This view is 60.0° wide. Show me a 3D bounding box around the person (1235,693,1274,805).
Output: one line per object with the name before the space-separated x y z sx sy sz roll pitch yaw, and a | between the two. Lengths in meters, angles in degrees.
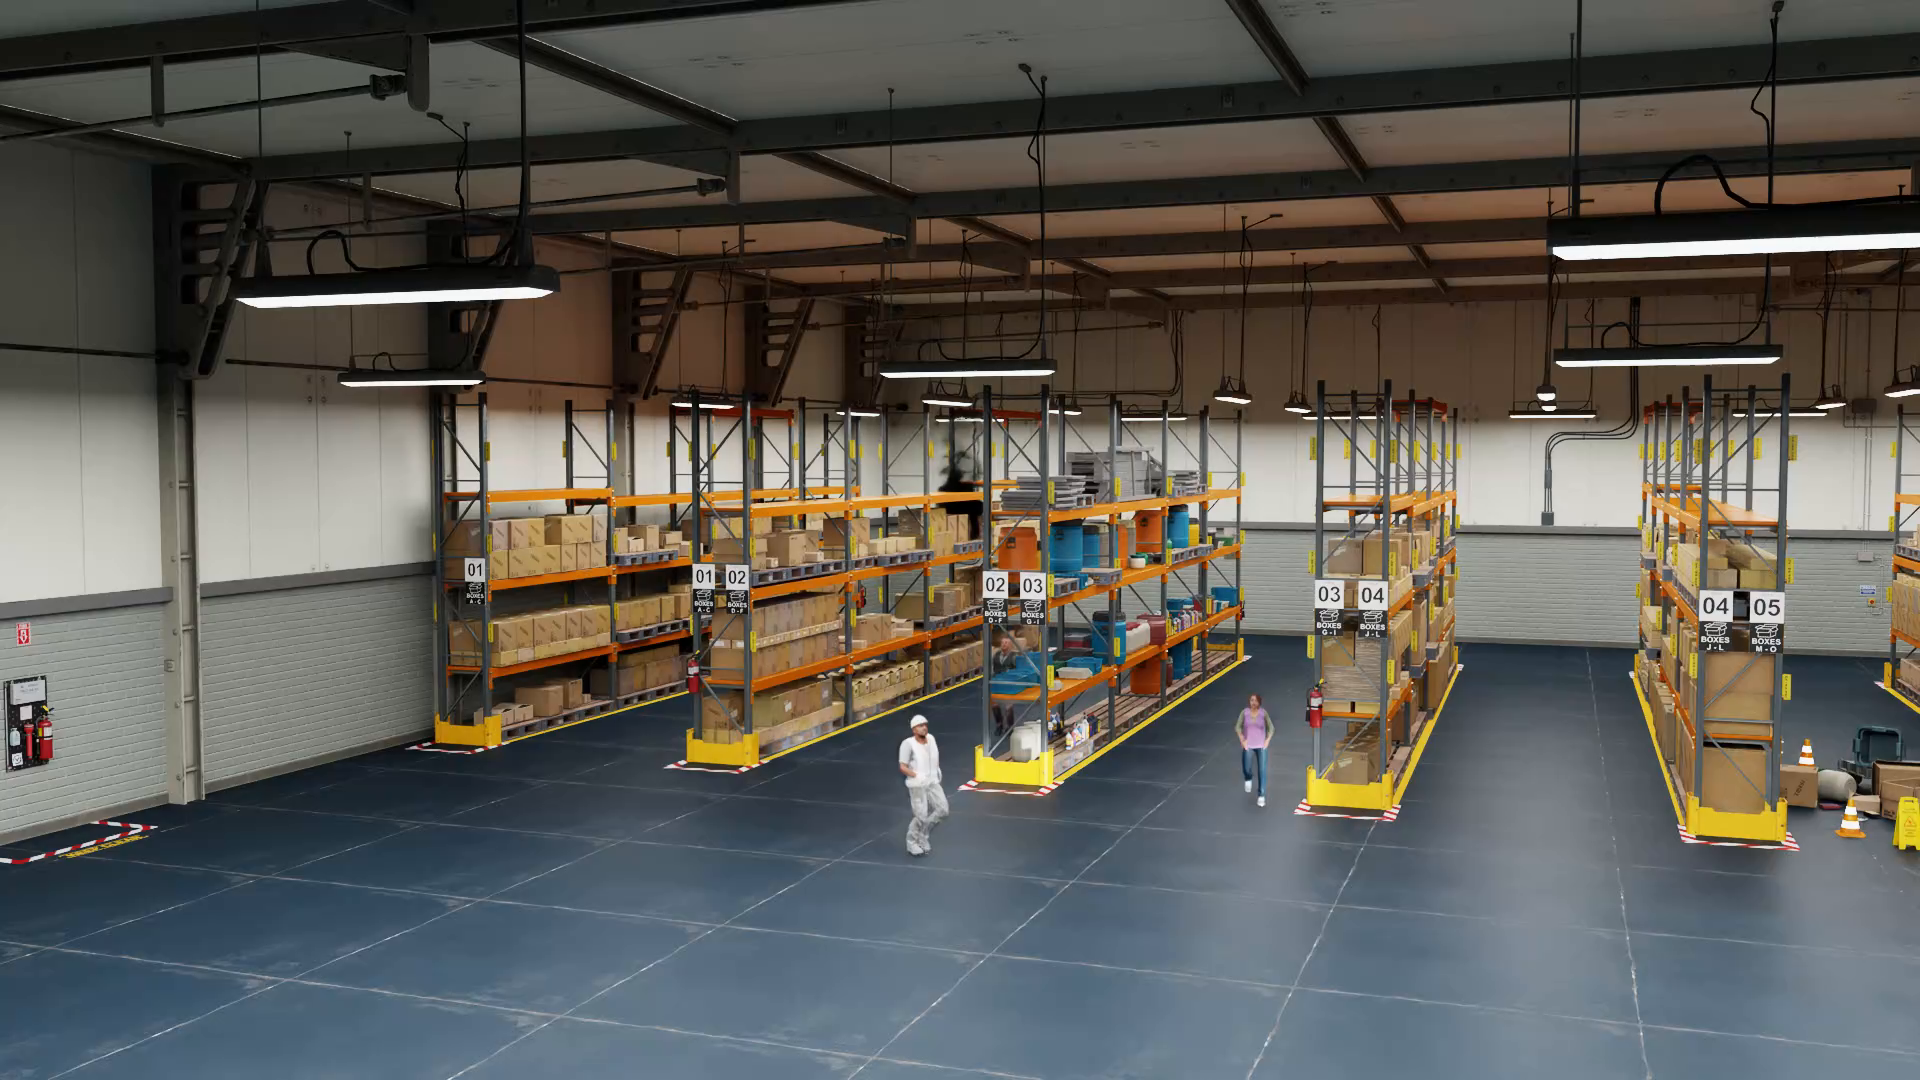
person | 4.210 2.963 23.762 0.551 1.583 0.564 1 3 10

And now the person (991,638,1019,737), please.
person | 0.770 2.596 29.243 0.638 1.751 0.686 1 3 16

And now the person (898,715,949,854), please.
person | -0.431 3.028 20.571 0.695 1.736 0.590 -3 4 -41
